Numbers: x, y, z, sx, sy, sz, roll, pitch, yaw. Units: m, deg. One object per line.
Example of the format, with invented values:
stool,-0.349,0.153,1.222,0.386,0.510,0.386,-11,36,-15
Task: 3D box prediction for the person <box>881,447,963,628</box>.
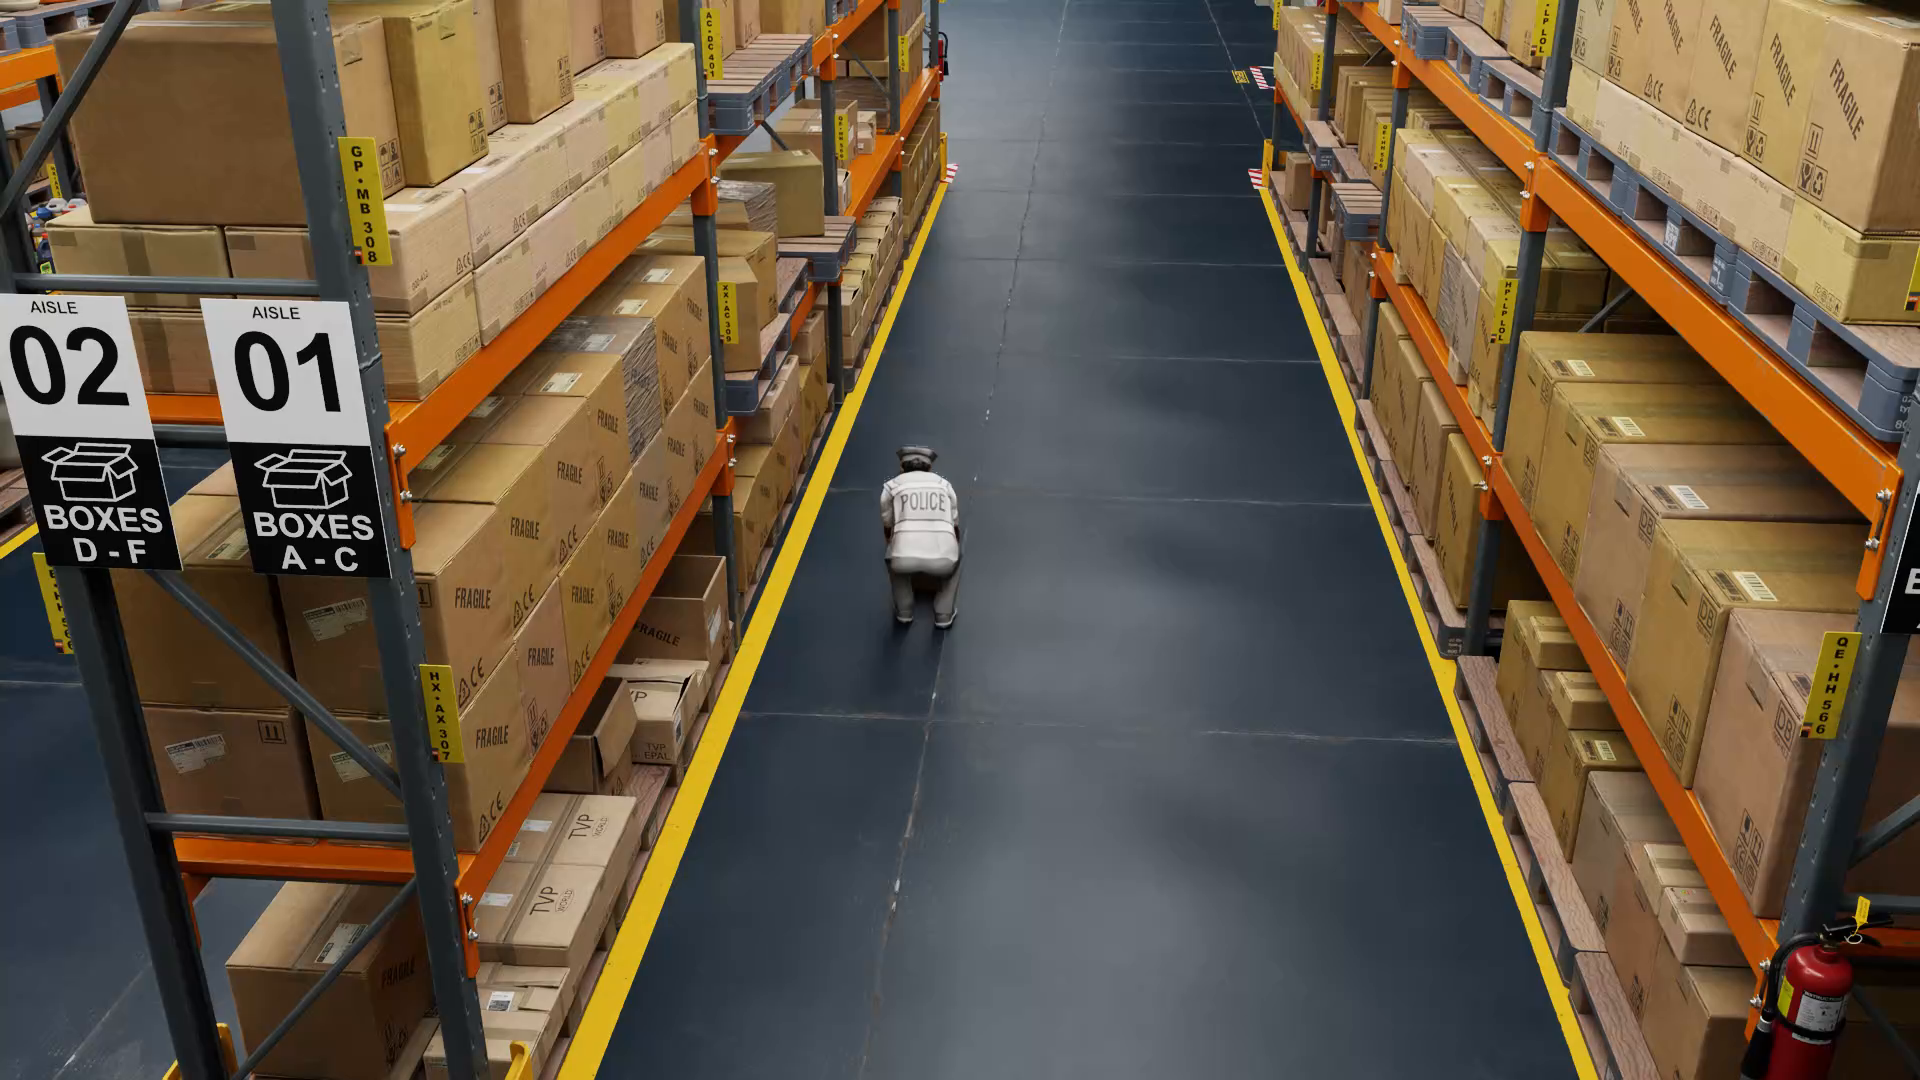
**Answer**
person,-0.221,-0.015,9.546,0.476,0.913,0.864,1,25,2
